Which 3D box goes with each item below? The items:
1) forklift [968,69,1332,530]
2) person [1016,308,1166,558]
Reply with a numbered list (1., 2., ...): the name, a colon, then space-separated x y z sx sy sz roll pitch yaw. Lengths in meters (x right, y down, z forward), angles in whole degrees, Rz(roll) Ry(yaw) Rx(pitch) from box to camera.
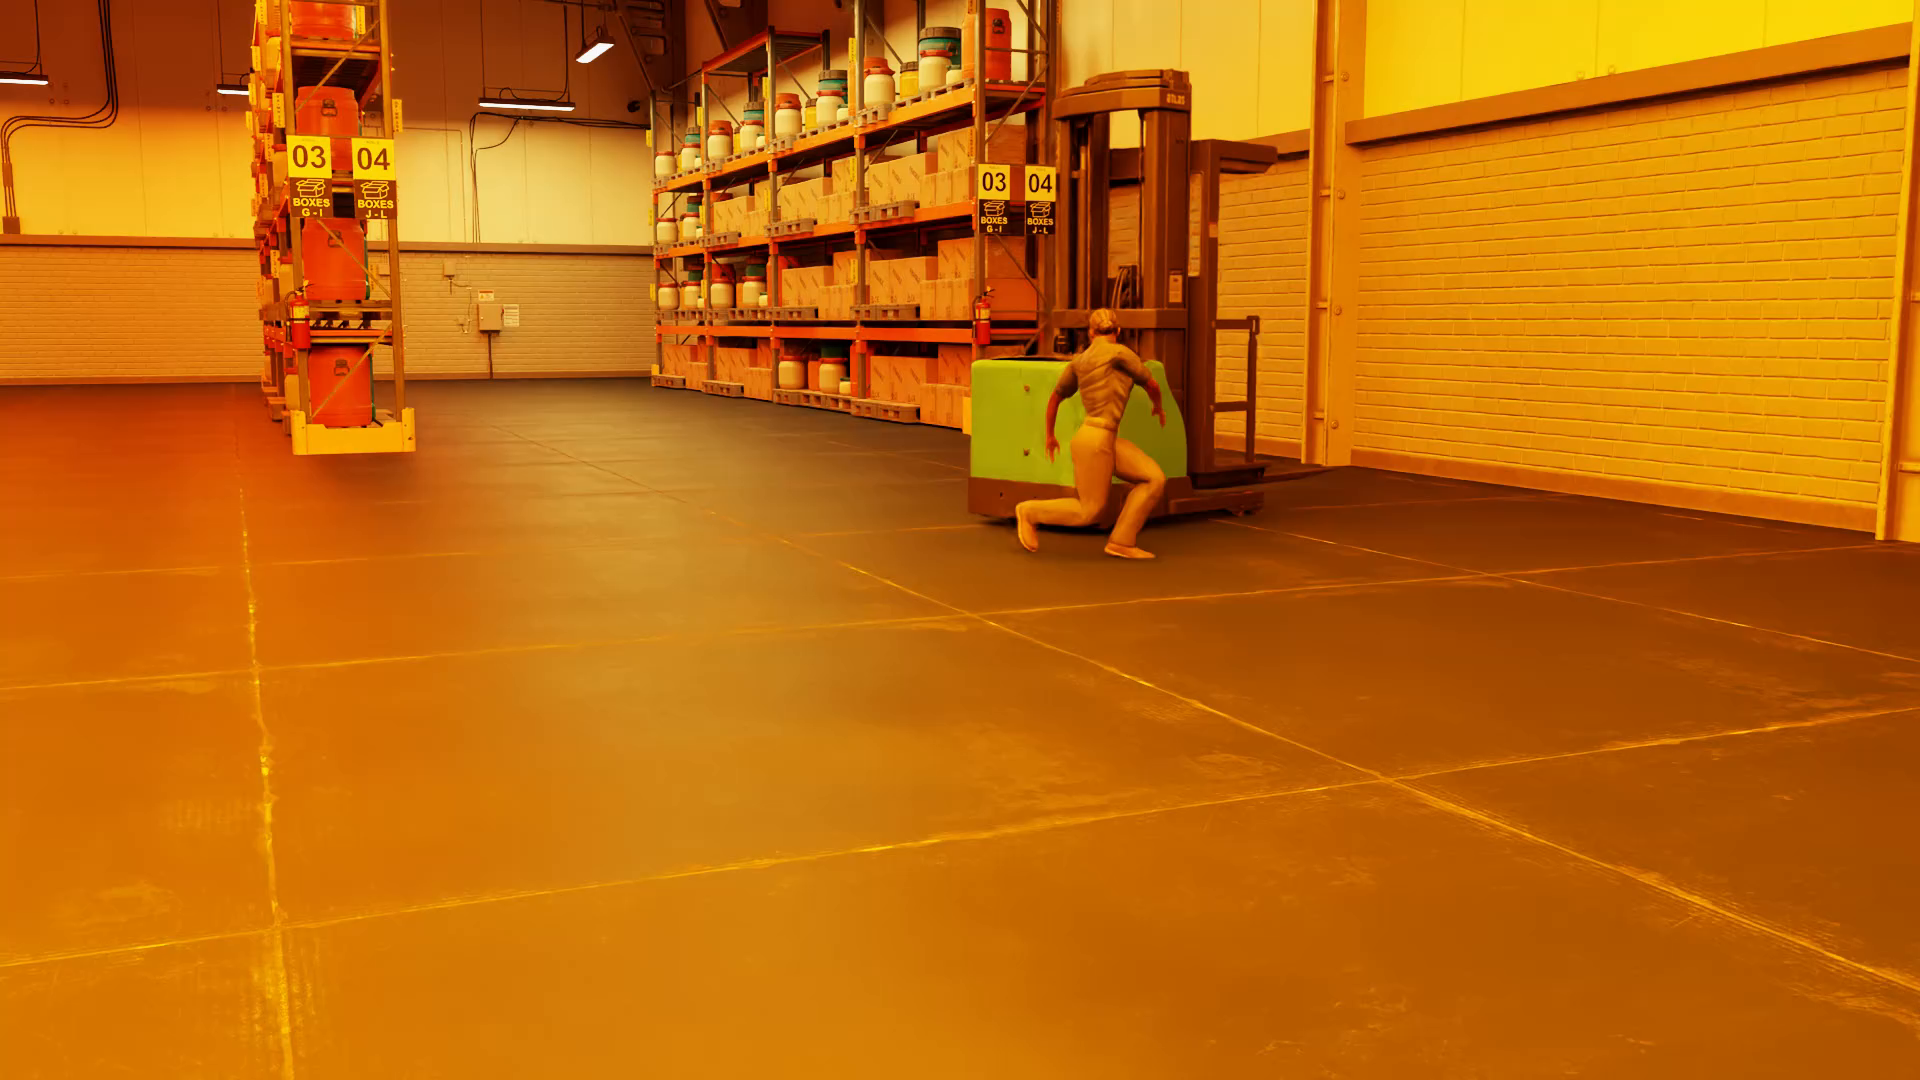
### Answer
1. forklift: 1.464 -1.654 11.485 3.031 2.935 1.130 -7 10 -44
2. person: 0.748 -0.595 9.456 0.862 1.435 0.592 1 8 4
